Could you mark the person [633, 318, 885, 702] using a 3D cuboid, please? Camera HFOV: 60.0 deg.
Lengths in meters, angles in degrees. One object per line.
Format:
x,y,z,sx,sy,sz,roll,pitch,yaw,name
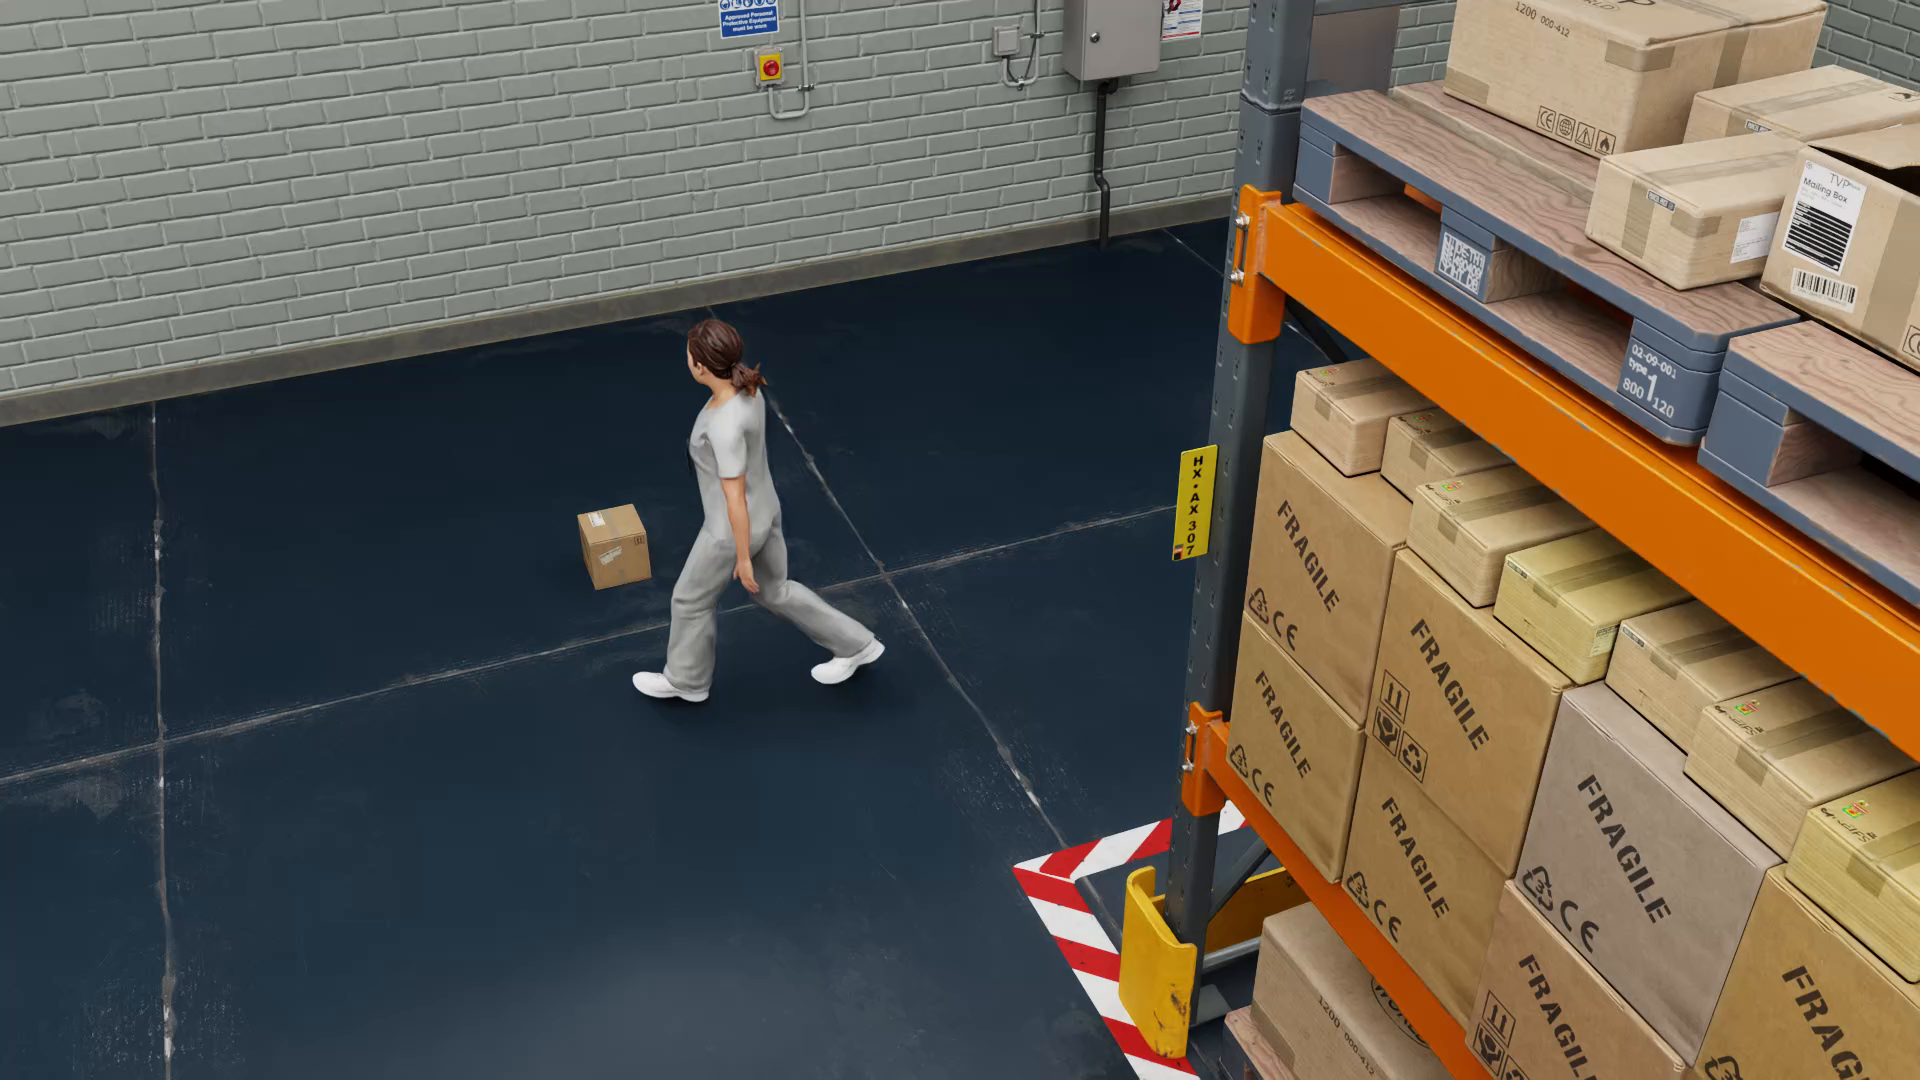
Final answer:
-0.804,-0.068,6.264,0.991,1.631,0.534,4,34,6,person
